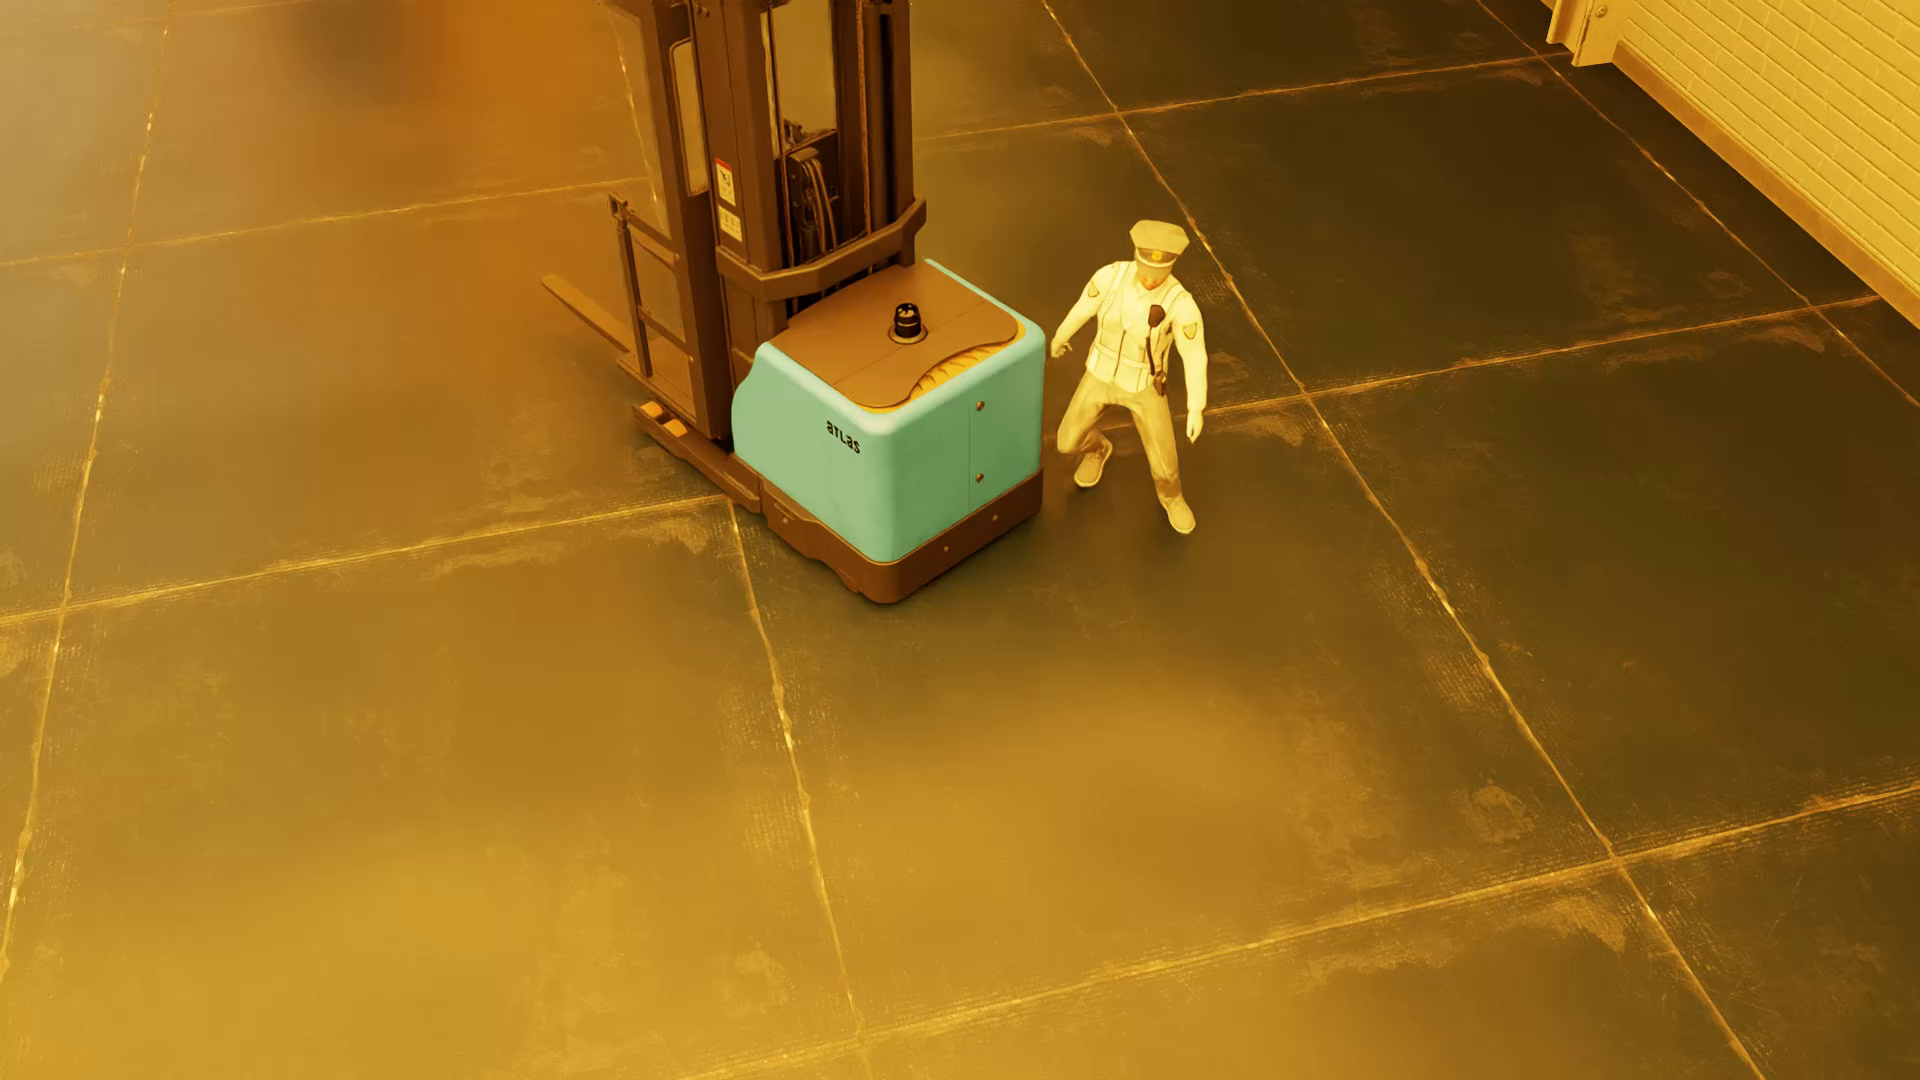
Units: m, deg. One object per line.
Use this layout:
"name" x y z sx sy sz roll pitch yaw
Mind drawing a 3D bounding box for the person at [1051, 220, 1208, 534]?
"person" 0.745 -0.745 7.428 0.817 1.587 0.460 23 48 23

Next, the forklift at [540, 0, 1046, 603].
"forklift" -0.984 -1.707 7.452 1.130 2.935 3.031 -33 52 -30
